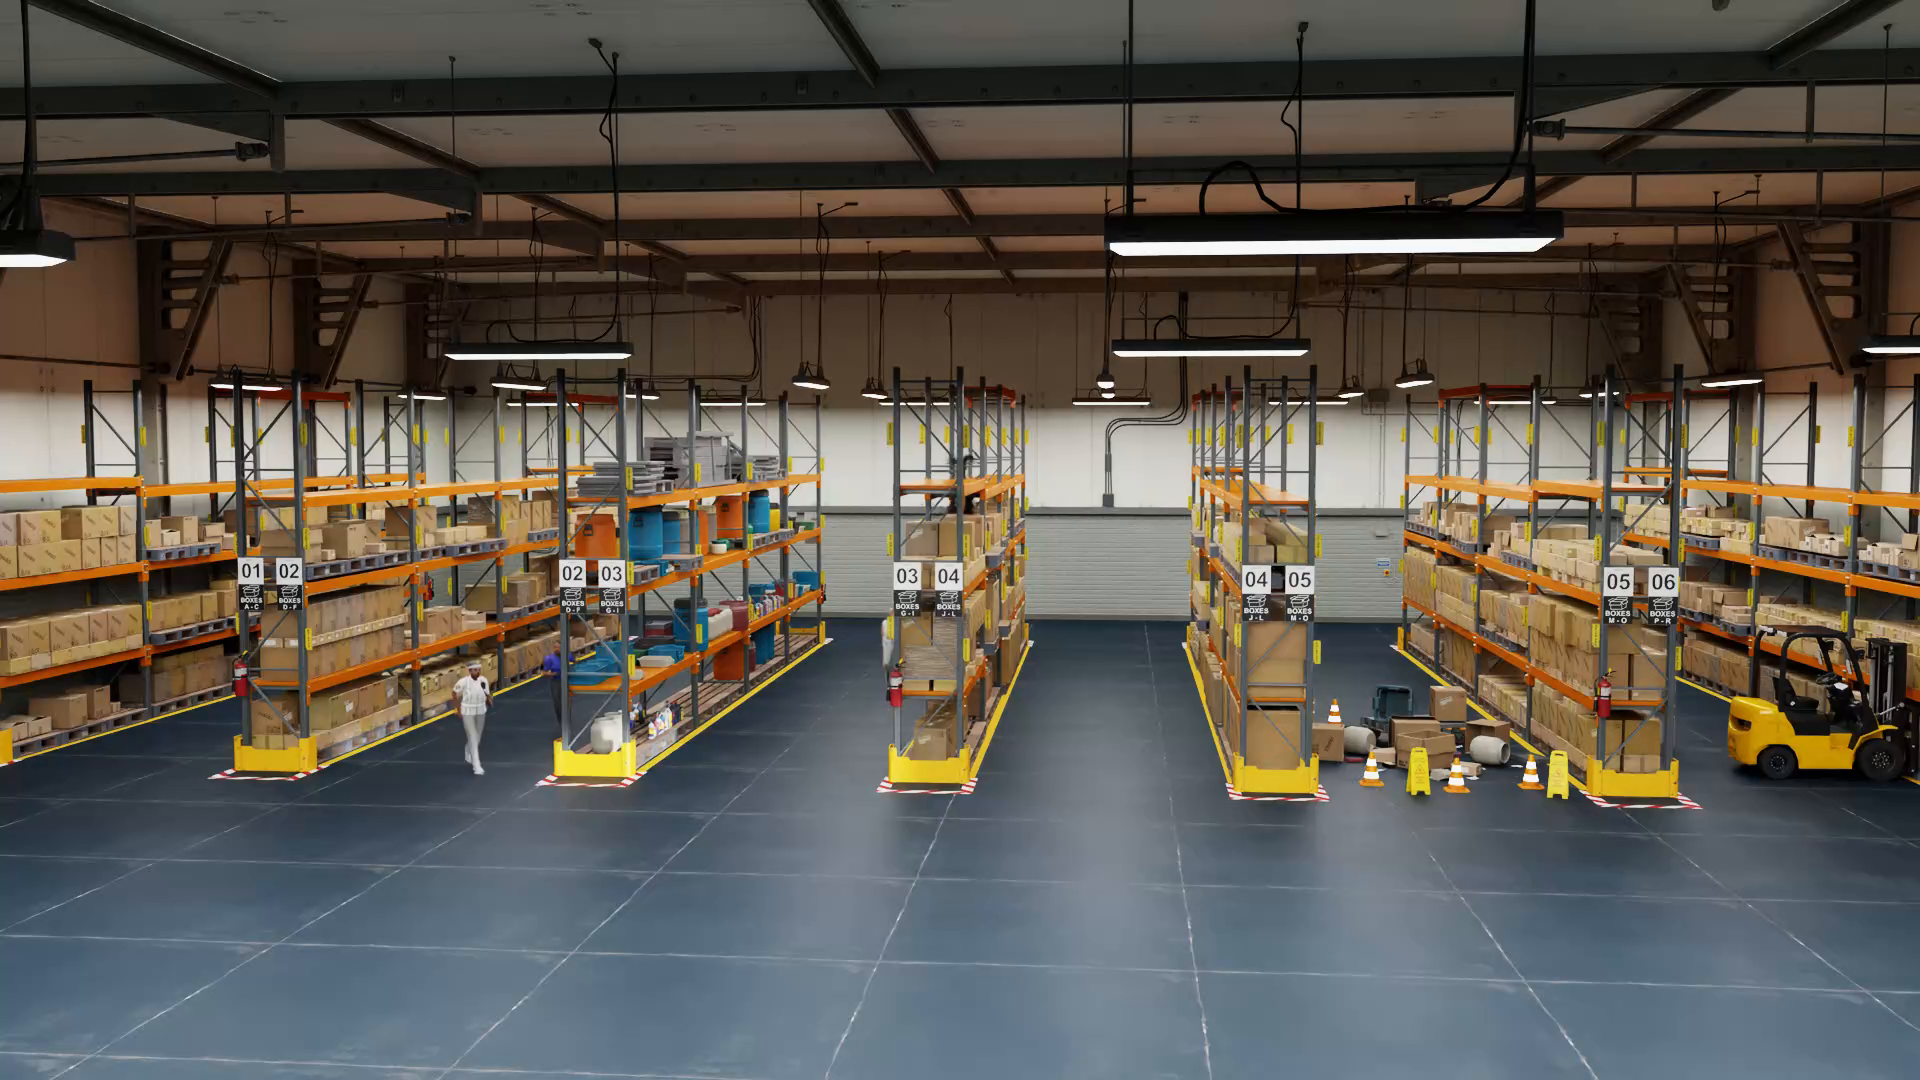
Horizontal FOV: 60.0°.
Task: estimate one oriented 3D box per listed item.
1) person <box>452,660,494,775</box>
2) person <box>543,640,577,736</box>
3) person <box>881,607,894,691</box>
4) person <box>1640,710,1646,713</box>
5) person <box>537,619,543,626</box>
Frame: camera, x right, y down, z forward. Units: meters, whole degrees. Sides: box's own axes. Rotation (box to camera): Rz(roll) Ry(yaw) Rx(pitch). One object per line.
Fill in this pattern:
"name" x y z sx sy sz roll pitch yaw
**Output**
"person" -7.317 2.625 24.942 0.550 1.701 0.888 -3 5 -39
"person" -6.715 2.468 28.014 0.572 1.626 0.949 0 4 -8
"person" -1.314 2.151 32.903 0.519 1.683 0.798 0 4 2
"person" 11.453 2.476 28.341 0.685 1.564 0.900 0 4 -6
"person" -10.734 1.534 42.237 0.869 1.705 0.661 1 4 19
